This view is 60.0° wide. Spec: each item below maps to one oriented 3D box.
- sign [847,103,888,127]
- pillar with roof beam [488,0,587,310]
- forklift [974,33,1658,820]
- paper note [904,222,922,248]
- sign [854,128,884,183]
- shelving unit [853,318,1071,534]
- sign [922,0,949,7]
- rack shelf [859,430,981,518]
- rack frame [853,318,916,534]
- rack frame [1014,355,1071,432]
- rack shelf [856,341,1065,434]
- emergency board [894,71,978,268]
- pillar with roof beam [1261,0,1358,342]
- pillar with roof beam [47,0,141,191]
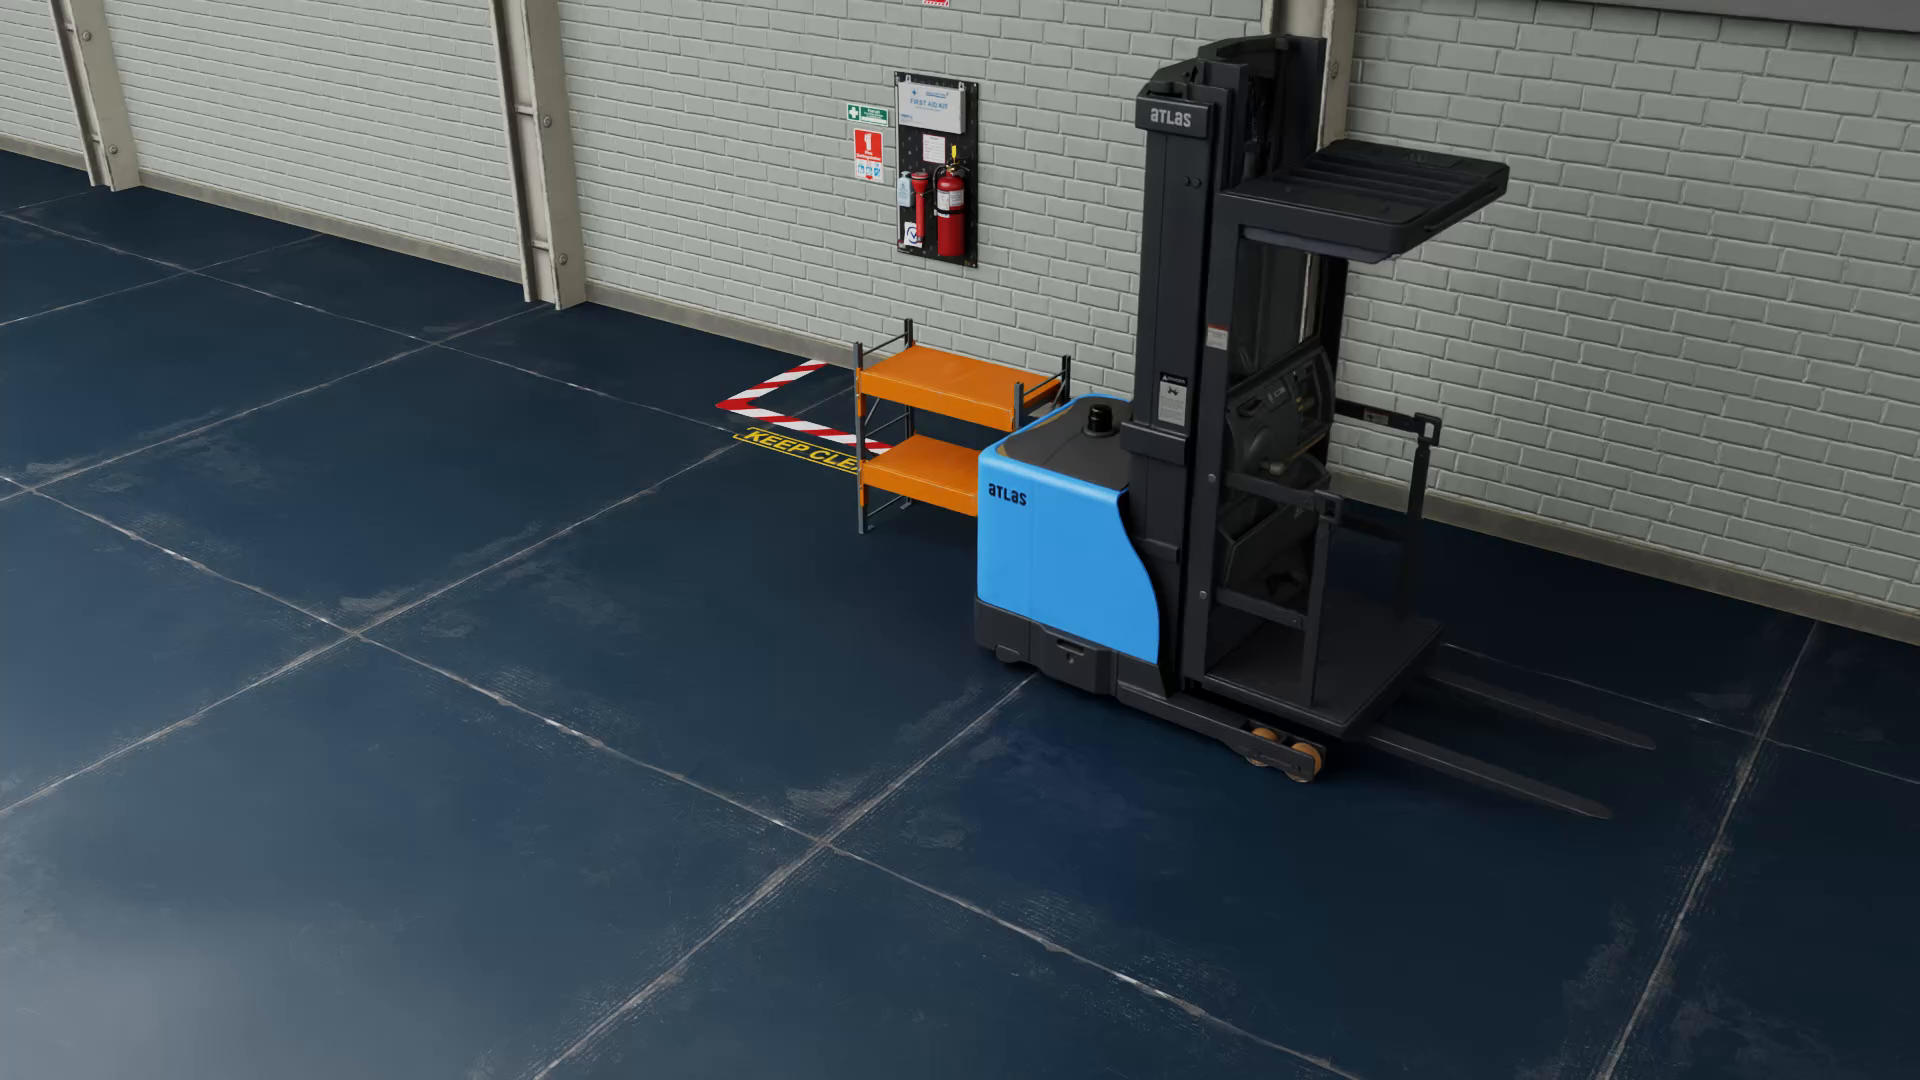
[{"bbox_3d":[-0.596,-2.735,10.693,0.331,0.109,0.001,17,32,30],"label":"sign"},{"bbox_3d":[-5.565,-4.263,7.705,0.400,9.000,9.100,17,32,30],"label":"pillar with roof beam"},{"bbox_3d":[1.553,-0.533,7.065,3.031,2.935,1.130,19,32,32],"label":"forklift"},{"bbox_3d":[-0.304,-1.986,10.816,0.142,0.148,0.016,17,32,30],"label":"paper note"},{"bbox_3d":[-0.595,-2.503,10.823,0.234,0.329,0.001,17,32,30],"label":"sign"},{"bbox_3d":[0.006,-0.500,8.991,1.048,1.125,0.538,17,32,30],"label":"shelving unit"},{"bbox_3d":[-0.147,-3.379,10.027,0.199,0.298,0.001,17,32,30],"label":"sign"},{"bbox_3d":[0.006,-0.282,9.102,1.000,0.278,0.538,17,32,30],"label":"rack shelf"},{"bbox_3d":[-0.413,-0.630,9.248,0.032,1.125,0.500,17,32,30],"label":"rack frame"},{"bbox_3d":[0.425,-0.369,8.735,0.032,1.125,0.500,17,32,30],"label":"rack frame"},{"bbox_3d":[0.006,-0.760,8.859,1.000,0.278,0.538,17,32,30],"label":"rack shelf"},{"bbox_3d":[-0.197,-2.307,10.476,0.643,1.169,0.194,17,32,30],"label":"emergency board"},{"bbox_3d":[-0.619,-2.722,4.678,0.400,9.000,9.100,17,32,30],"label":"pillar with roof beam"},{"bbox_3d":[-10.511,-5.804,10.733,0.400,9.000,9.100,17,32,30],"label":"pillar with roof beam"}]
